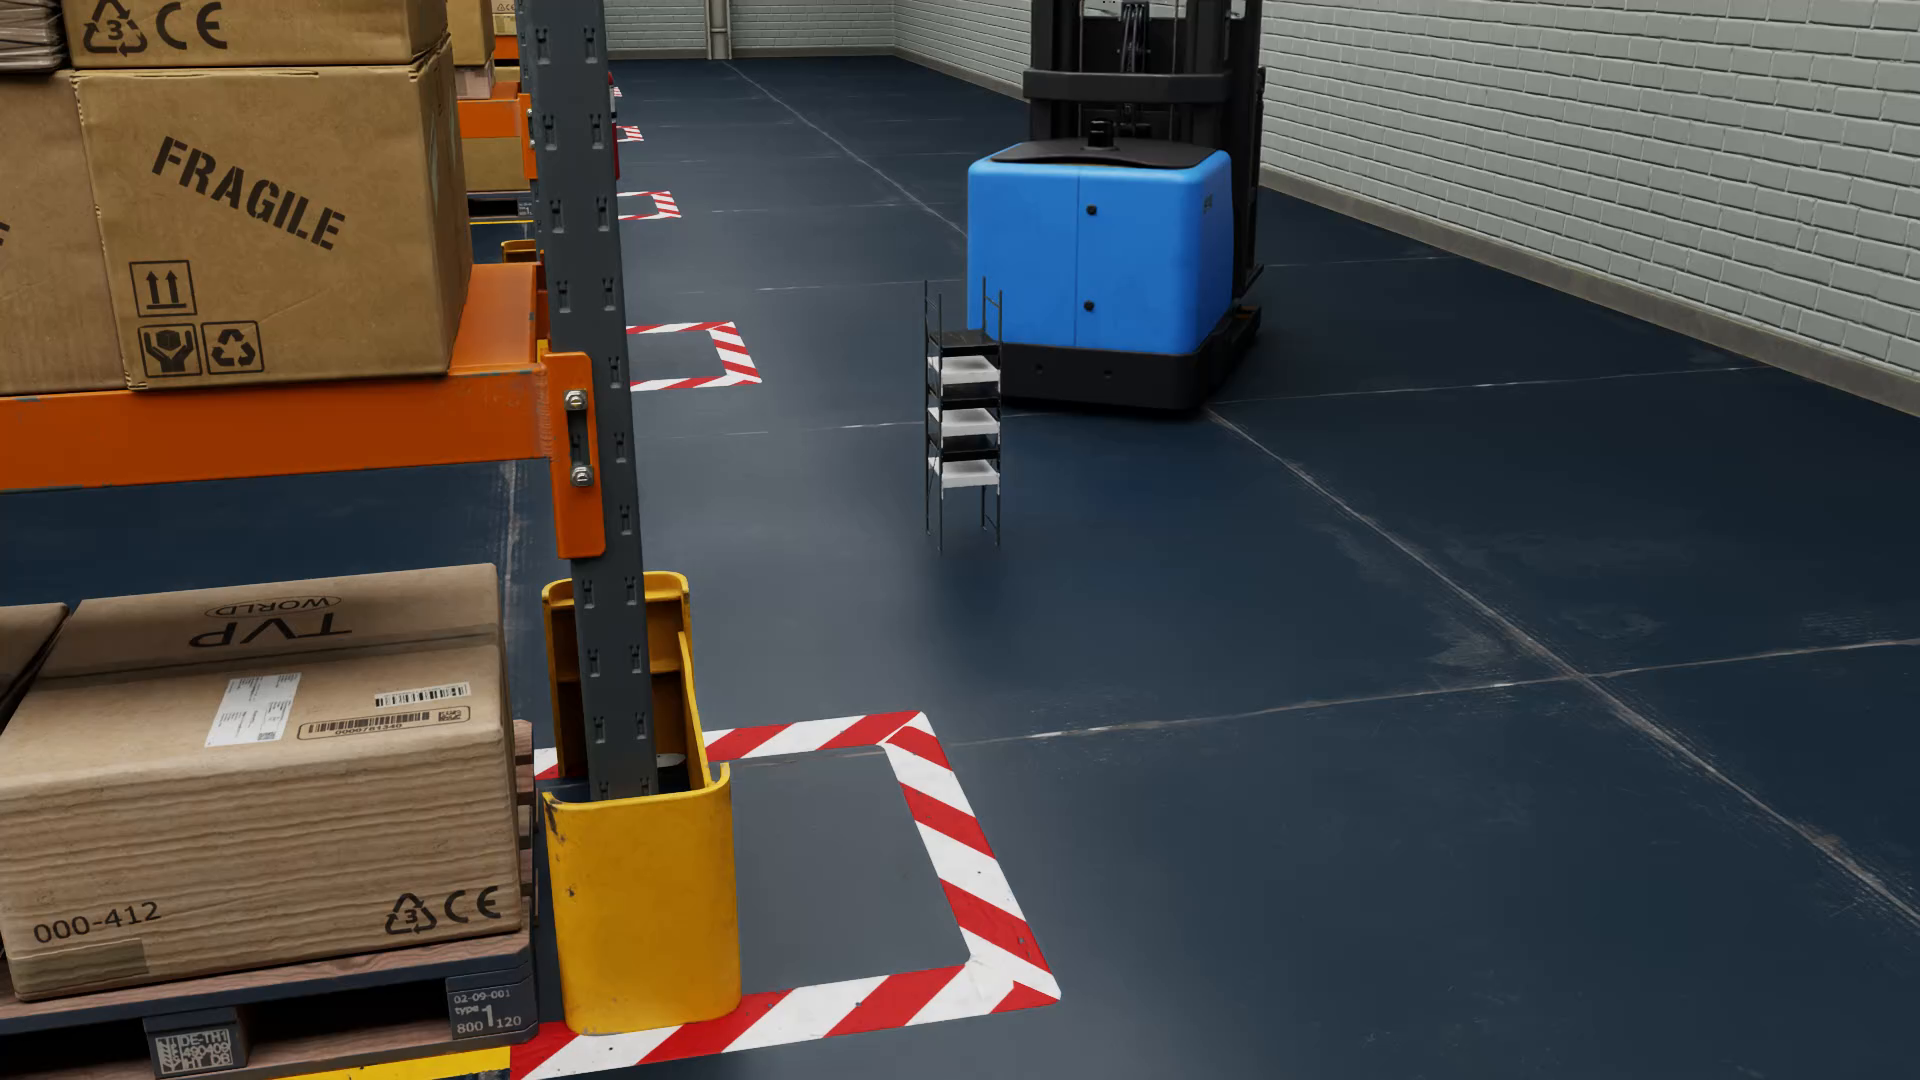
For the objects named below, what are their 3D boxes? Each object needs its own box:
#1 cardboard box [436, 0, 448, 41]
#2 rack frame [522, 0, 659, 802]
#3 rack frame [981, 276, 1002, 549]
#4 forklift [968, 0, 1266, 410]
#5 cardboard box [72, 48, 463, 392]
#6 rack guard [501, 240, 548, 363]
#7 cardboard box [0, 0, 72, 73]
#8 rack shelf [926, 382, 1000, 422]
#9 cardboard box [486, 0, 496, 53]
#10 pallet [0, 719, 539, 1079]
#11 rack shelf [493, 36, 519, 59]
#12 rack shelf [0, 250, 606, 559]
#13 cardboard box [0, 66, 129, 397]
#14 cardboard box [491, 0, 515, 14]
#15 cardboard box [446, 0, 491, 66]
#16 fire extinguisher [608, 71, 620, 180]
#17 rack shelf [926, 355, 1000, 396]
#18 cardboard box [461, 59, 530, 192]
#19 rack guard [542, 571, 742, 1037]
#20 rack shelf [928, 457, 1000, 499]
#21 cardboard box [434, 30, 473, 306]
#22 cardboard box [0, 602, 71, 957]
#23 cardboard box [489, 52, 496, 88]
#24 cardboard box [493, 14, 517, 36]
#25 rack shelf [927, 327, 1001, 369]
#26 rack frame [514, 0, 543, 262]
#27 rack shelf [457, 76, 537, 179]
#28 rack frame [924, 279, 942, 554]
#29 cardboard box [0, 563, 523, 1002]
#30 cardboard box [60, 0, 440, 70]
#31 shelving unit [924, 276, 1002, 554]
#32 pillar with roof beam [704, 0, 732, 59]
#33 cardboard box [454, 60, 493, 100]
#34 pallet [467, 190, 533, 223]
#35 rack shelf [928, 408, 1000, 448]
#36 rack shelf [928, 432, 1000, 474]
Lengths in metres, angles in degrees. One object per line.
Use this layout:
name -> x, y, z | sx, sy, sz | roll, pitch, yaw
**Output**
cardboard box -> -1.280, -1.228, 3.208 | 0.500, 0.500, 0.500 | -5, 21, -14
rack frame -> -0.747, -0.655, 3.241 | 0.127, 3.000, 1.000 | -5, 21, -12
rack frame -> 0.107, -0.431, 5.684 | 0.006, 0.900, 0.240 | -5, 21, -12
forklift -> 0.948, -2.408, 8.128 | 1.130, 2.935, 3.031 | 6, 21, 16
cardboard box -> -1.156, -0.575, 2.878 | 0.500, 0.500, 0.500 | -5, 21, -12
rack guard -> -2.059, -1.124, 8.156 | 0.348, 0.500, 1.175 | -5, 21, -12
cardboard box -> -1.664, -1.002, 2.590 | 0.500, 0.500, 0.500 | -5, 21, -12
rack shelf -> 0.008, -0.476, 5.642 | 0.200, 0.077, 0.258 | -5, 21, -12
cardboard box -> -2.485, -2.547, 7.829 | 0.500, 0.500, 0.500 | -4, 20, -10
pallet -> -1.507, 0.744, 3.476 | 1.213, 0.211, 1.003 | -5, 21, -12
rack shelf -> -4.974, -3.476, 11.988 | 4.000, 0.370, 1.077 | -5, 21, -12
rack shelf -> -2.694, -0.159, 2.932 | 4.000, 0.370, 1.077 | -5, 21, -12
cardboard box -> -1.648, -0.540, 2.783 | 0.500, 0.500, 0.500 | -5, 21, -14
cardboard box -> -3.438, -3.914, 11.924 | 0.500, 0.250, 0.500 | -5, 21, -13
cardboard box -> -2.363, -2.369, 7.342 | 0.500, 0.500, 0.500 | -4, 21, -11
fire extinguisher -> -1.633, -1.958, 7.452 | 0.183, 0.674, 0.296 | -5, 21, -12
rack shelf -> 0.008, -0.561, 5.611 | 0.200, 0.077, 0.258 | -5, 21, -12
cardboard box -> -3.632, -3.094, 12.378 | 0.875, 0.875, 0.875 | -5, 21, -12
rack guard -> -0.724, 0.517, 3.676 | 0.348, 0.500, 1.175 | -5, 21, -12
rack shelf -> 0.008, -0.223, 5.735 | 0.200, 0.077, 0.258 | -5, 21, -12
cardboard box -> -1.280, -0.760, 3.382 | 0.500, 0.500, 0.500 | -5, 21, -13
cardboard box -> -2.255, 0.512, 3.170 | 0.875, 0.438, 0.875 | -4, 21, -11
cardboard box -> -2.375, -2.270, 8.015 | 0.250, 0.149, 0.380 | -5, 21, -13
cardboard box -> -3.298, -3.716, 11.962 | 0.250, 0.149, 0.380 | -4, 21, -11
rack shelf -> 0.008, -0.645, 5.580 | 0.200, 0.077, 0.258 | -5, 21, -12
rack frame -> -1.985, -2.304, 7.742 | 0.127, 3.000, 1.000 | -5, 21, -12
rack shelf -> -3.931, -1.808, 7.434 | 4.000, 0.370, 1.077 | -5, 21, -12
rack frame -> -0.091, -0.415, 5.640 | 0.006, 0.900, 0.240 | -5, 21, -12
cardboard box -> -1.367, 0.437, 3.375 | 0.875, 0.438, 0.875 | -5, 21, -14
cardboard box -> -1.162, -1.053, 2.730 | 0.500, 0.500, 0.500 | -4, 20, -11
shelving unit -> 0.008, -0.423, 5.662 | 0.210, 0.900, 0.258 | -5, 21, -12
pillar with roof beam -> -3.028, -10.825, 22.283 | 0.400, 9.000, 9.100 | -5, 21, -12
cardboard box -> -2.237, -2.065, 7.457 | 0.250, 0.149, 0.380 | -5, 21, -12
pallet -> -3.788, -2.573, 12.532 | 1.213, 0.211, 1.003 | -5, 21, -12
rack shelf -> 0.008, -0.392, 5.673 | 0.200, 0.077, 0.258 | -5, 21, -12
rack shelf -> 0.008, -0.307, 5.704 | 0.200, 0.077, 0.258 | -5, 21, -12
